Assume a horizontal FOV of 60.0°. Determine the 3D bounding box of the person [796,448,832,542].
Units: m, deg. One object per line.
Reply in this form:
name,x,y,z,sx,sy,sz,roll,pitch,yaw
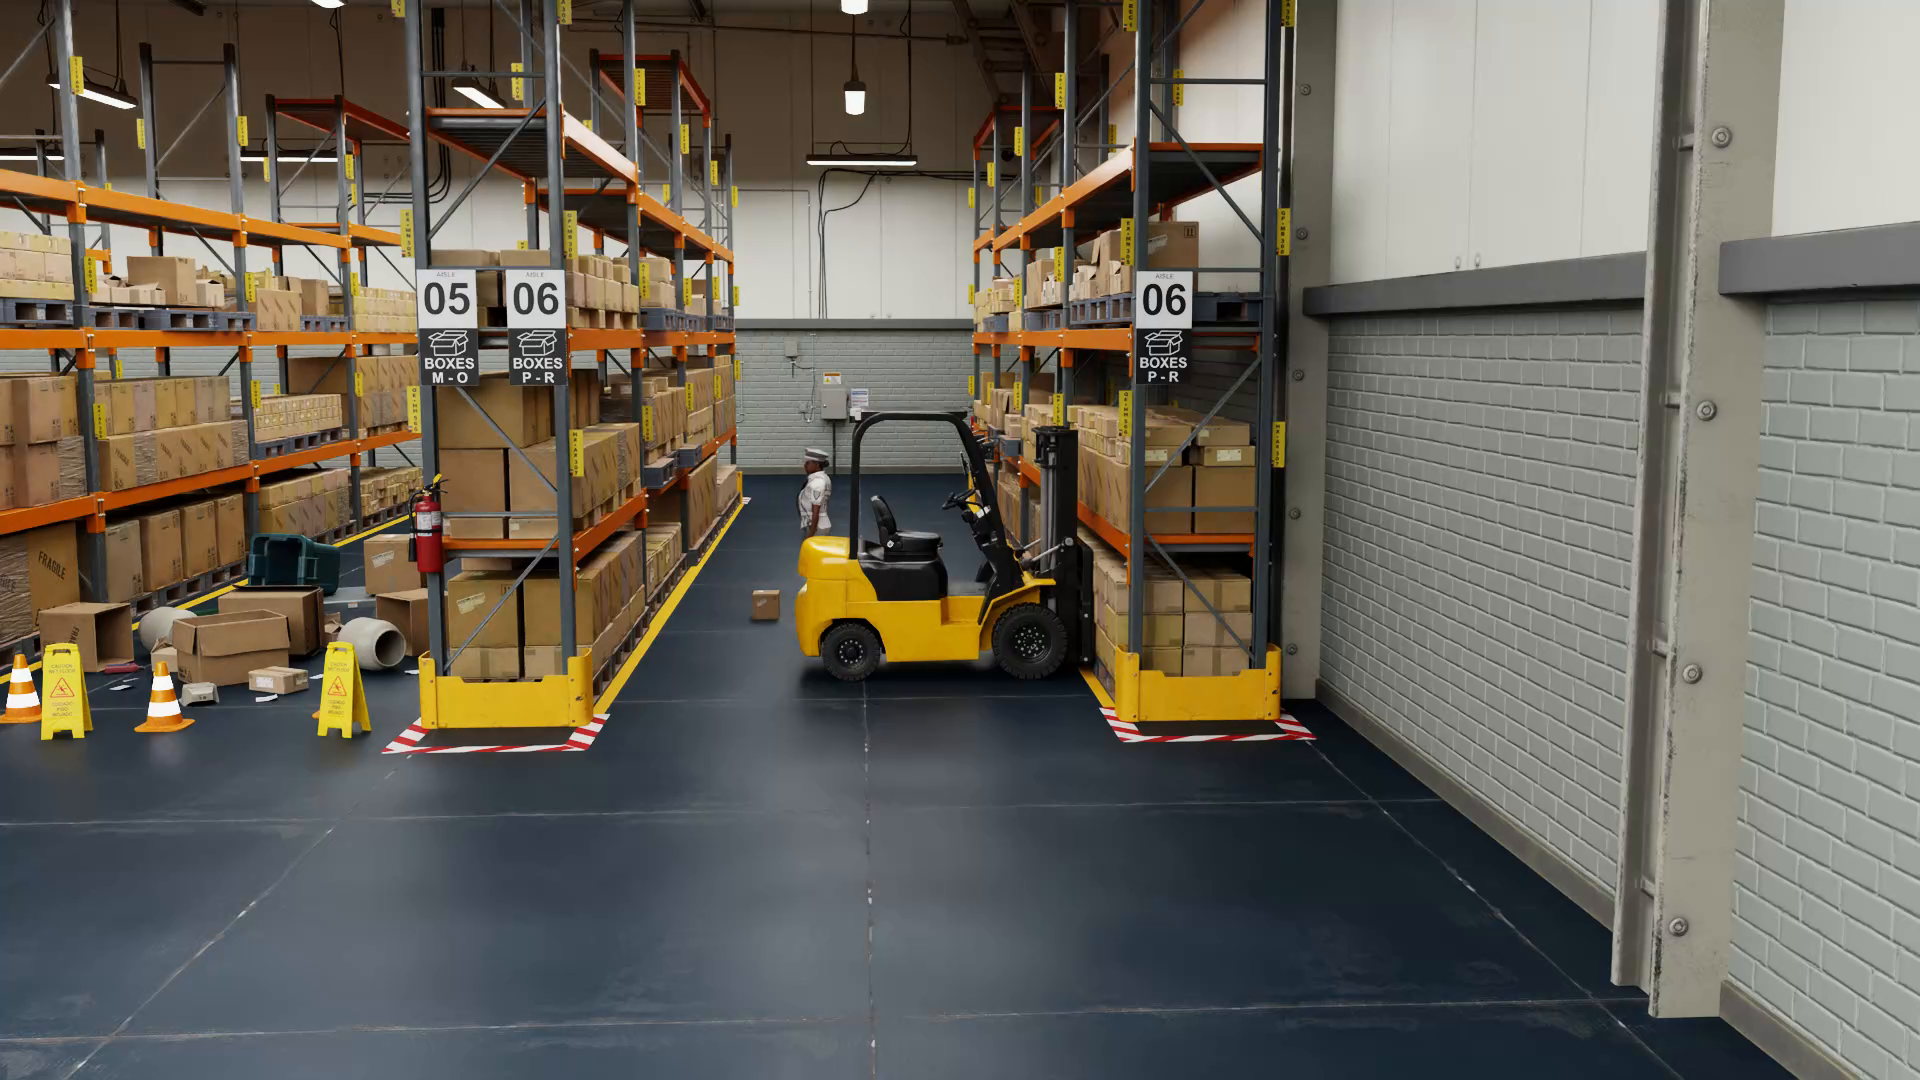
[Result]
person,-1.426,-0.067,16.288,0.341,1.674,0.437,0,7,-2
